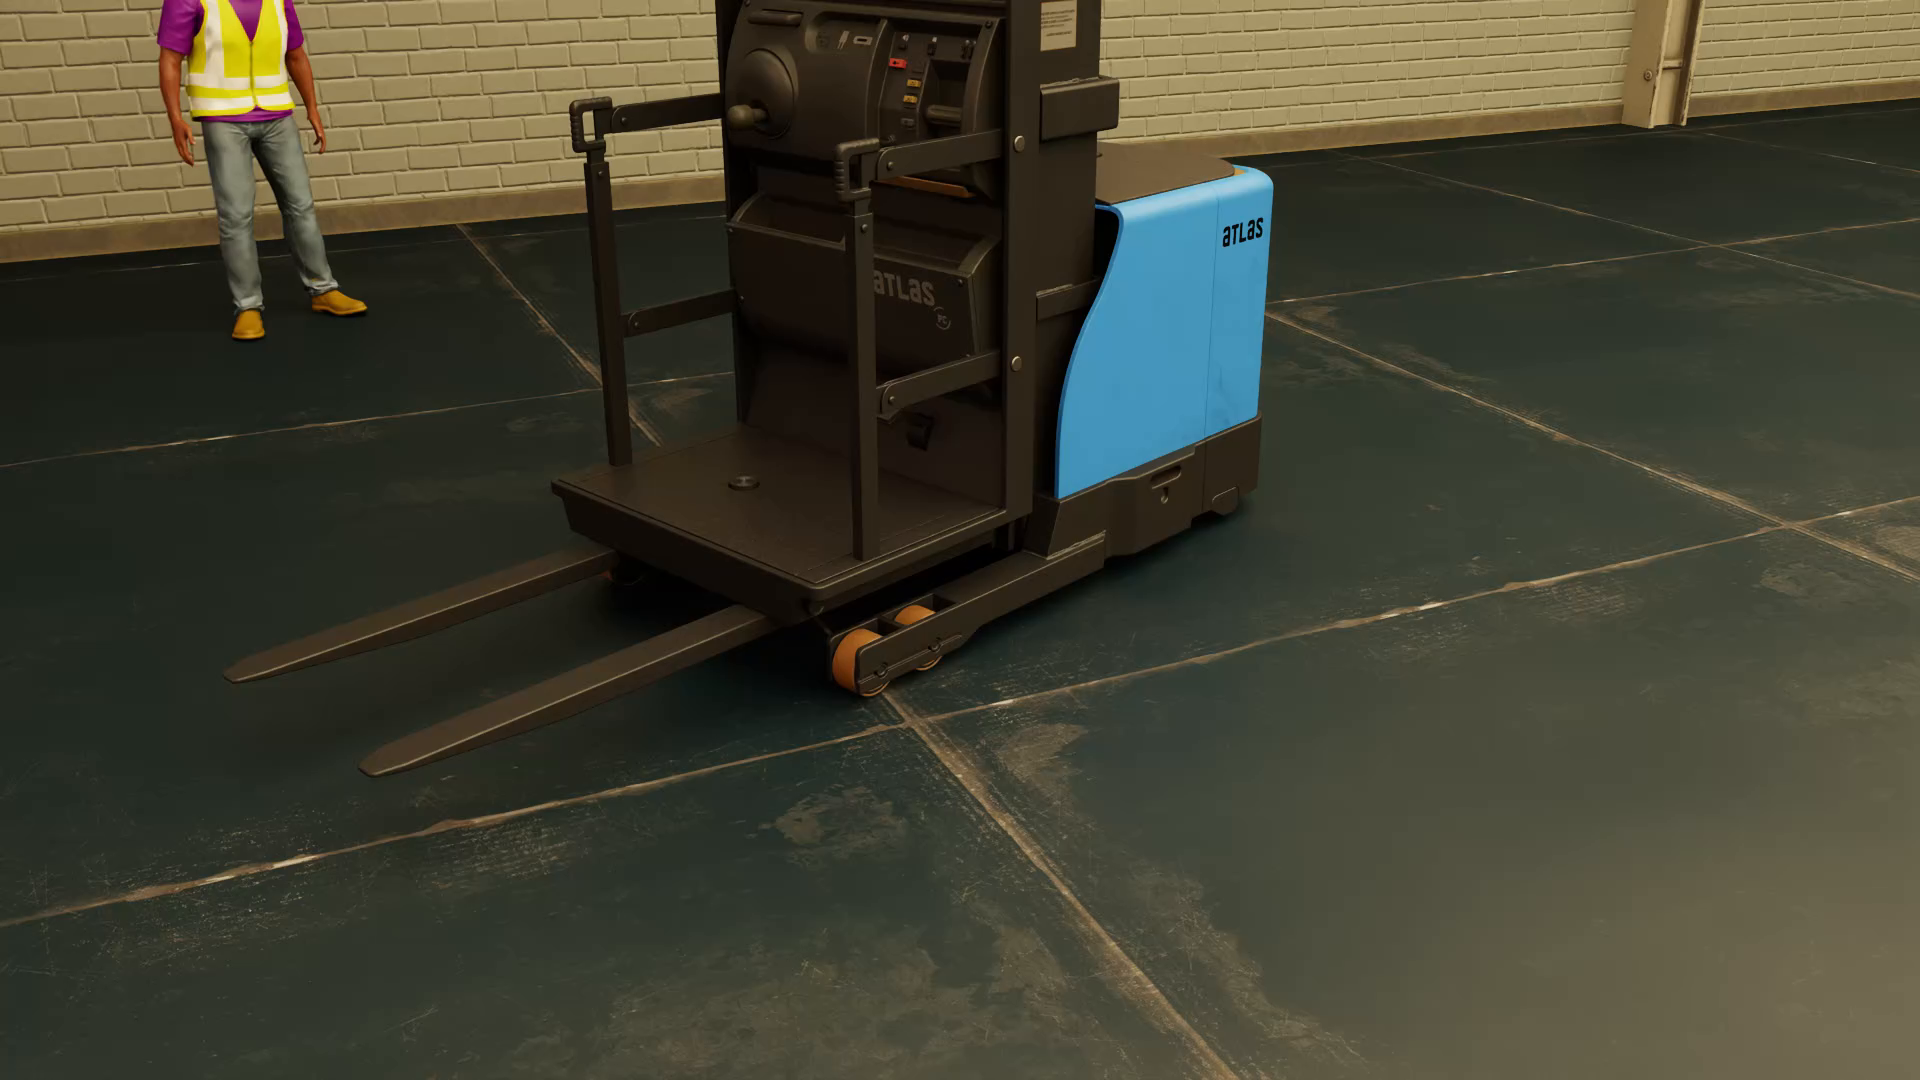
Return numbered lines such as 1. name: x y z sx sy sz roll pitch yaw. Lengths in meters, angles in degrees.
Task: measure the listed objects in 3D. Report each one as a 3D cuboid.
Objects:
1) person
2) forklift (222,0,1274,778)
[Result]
1. person: -3.028 -1.787 7.111 0.476 1.765 0.690 20 30 40
2. forklift: -0.413 -1.182 4.131 1.130 2.935 3.031 19 29 39
